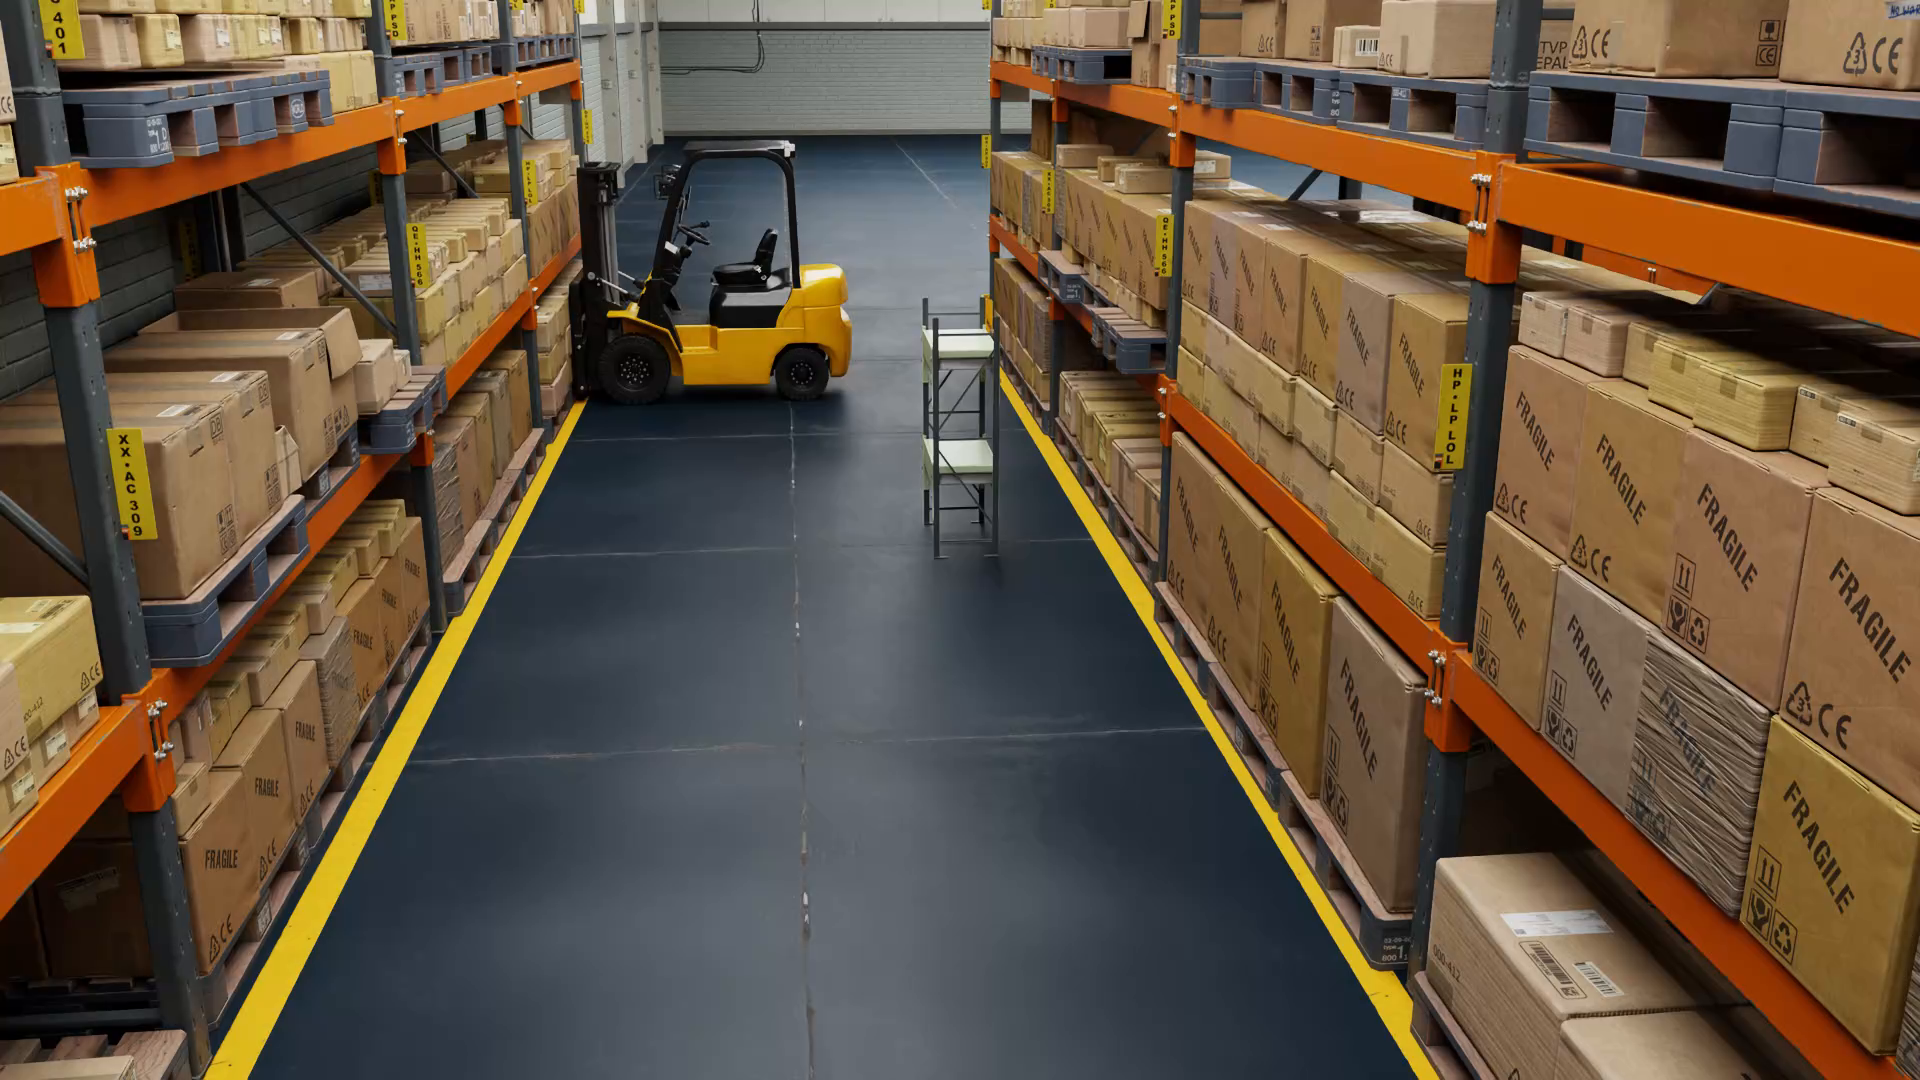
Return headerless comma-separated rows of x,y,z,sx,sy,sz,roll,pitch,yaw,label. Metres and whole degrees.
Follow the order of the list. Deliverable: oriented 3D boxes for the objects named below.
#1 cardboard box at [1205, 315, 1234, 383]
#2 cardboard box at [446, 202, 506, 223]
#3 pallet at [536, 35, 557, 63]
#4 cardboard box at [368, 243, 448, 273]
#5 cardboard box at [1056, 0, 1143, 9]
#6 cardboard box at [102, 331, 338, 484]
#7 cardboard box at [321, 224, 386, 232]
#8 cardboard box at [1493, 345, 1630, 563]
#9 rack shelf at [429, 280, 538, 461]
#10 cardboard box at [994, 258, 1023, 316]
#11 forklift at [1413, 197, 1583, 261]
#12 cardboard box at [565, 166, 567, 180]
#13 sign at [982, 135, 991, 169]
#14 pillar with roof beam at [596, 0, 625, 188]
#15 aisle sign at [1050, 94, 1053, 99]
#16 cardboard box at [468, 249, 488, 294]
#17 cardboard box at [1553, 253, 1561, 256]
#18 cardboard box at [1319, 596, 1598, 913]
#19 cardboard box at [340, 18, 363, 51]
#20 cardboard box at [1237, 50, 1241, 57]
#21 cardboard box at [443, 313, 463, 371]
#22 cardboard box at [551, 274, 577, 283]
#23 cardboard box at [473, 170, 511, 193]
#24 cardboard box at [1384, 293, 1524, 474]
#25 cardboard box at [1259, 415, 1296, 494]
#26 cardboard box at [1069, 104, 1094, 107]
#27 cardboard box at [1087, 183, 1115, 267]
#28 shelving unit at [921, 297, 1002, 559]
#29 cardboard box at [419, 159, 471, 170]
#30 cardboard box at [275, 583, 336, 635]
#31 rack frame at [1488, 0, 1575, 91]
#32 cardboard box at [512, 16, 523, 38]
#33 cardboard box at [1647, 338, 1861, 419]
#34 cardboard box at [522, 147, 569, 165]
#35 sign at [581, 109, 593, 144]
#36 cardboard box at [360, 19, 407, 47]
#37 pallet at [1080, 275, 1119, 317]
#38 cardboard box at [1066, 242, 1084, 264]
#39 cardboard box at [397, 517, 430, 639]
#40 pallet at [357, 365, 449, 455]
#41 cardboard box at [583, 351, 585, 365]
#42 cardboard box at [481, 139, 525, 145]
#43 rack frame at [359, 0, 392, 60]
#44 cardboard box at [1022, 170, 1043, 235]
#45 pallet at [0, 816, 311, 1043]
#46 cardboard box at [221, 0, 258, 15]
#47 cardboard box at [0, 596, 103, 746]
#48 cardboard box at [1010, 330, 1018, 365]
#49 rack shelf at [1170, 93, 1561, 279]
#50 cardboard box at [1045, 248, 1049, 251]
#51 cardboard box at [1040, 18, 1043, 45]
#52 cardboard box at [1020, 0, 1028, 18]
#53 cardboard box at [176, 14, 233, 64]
1.489,-0.926,8.033,0.500,0.250,0.500,-1,17,-4,cardboard box
-3.419,-2.295,11.728,0.380,0.149,0.250,-2,18,-6,cardboard box
-3.956,-4.113,13.912,1.003,0.211,1.213,-2,18,-6,pallet
-3.167,-1.611,9.550,0.380,0.149,0.250,-2,17,-5,cardboard box
0.940,-3.727,11.247,0.500,0.250,0.500,-2,18,-7,cardboard box
-2.856,-0.512,6.433,0.700,0.500,0.500,-2,18,-6,cardboard box
-3.786,-1.899,10.467,0.380,0.149,0.250,-2,18,-5,cardboard box
1.850,-0.255,4.645,0.500,0.500,0.500,-2,18,-5,cardboard box
-3.513,-1.170,10.595,1.077,0.370,4.000,-2,18,-6,rack shelf
0.616,-2.445,16.095,0.500,0.500,0.500,-2,18,-7,cardboard box
3.777,-1.706,11.219,3.031,2.935,1.130,-14,22,-38,forklift
-3.707,-3.256,14.791,0.380,0.149,0.250,-2,18,-7,cardboard box
0.265,-3.851,16.490,0.100,0.325,0.005,-2,18,-6,sign
-2.531,-11.423,32.039,9.100,9.000,0.400,-2,18,-6,pillar with roof beam
1.087,-4.723,16.372,0.394,0.787,0.004,-2,18,-6,aisle sign
-3.274,-1.681,10.438,0.500,0.250,0.500,-2,17,-5,cardboard box
5.946,-2.362,16.040,0.875,0.875,0.875,-2,18,-7,cardboard box
1.899,0.752,6.122,0.875,0.875,0.875,-1,17,-4,cardboard box
-3.031,-2.368,7.790,0.380,0.149,0.250,-1,17,-5,cardboard box
1.740,-2.613,9.210,0.396,0.266,0.258,-2,18,-6,cardboard box
-3.157,-1.135,9.535,0.500,0.250,0.500,-2,18,-7,cardboard box
-3.654,-2.236,15.013,0.500,0.250,0.500,-2,17,-5,cardboard box
-3.457,-2.712,12.561,0.380,0.149,0.250,-1,17,-5,cardboard box
1.746,-0.530,5.520,0.500,0.500,0.500,-1,17,-4,cardboard box
1.603,-0.390,7.163,0.500,0.250,0.500,-2,18,-6,cardboard box
1.274,-3.676,15.046,0.700,0.500,0.500,-2,18,-6,cardboard box
1.134,-2.055,10.850,0.500,0.500,0.500,-2,18,-8,cardboard box
-0.001,-0.718,10.459,0.431,1.500,0.755,-2,18,-6,shelving unit
-4.173,-2.998,13.474,0.380,0.149,0.250,-2,18,-7,cardboard box
-2.895,0.301,7.099,0.380,0.149,0.250,-3,18,-8,cardboard box
2.042,-2.742,4.387,1.000,3.000,0.127,-2,18,-6,rack frame
-3.464,-3.811,12.352,0.380,0.149,0.250,-1,17,-4,cardboard box
1.892,-0.385,3.977,0.380,0.149,0.250,-2,18,-6,cardboard box
-3.686,-3.399,14.749,0.380,0.149,0.250,-1,17,-4,cardboard box
-3.591,-3.978,16.013,0.100,0.325,0.005,-2,18,-6,sign
-3.041,-2.598,8.458,0.380,0.166,0.250,-2,18,-6,cardboard box
1.385,-1.568,10.985,1.003,0.211,1.213,-2,18,-6,pallet
0.977,-2.094,12.059,0.380,0.149,0.250,-1,17,-5,cardboard box
-3.050,0.195,8.521,0.500,0.500,0.500,-1,17,-4,cardboard box
-3.167,-0.626,7.982,1.213,0.211,1.003,-2,18,-6,pallet
-3.609,-1.607,14.677,0.500,0.250,0.500,-1,17,-4,cardboard box
-4.310,-3.693,15.685,0.380,0.149,0.250,-2,18,-7,cardboard box
-3.307,-3.779,7.691,1.000,3.000,0.127,-2,18,-6,rack frame
0.806,-2.885,14.195,0.500,0.500,0.500,-1,17,-4,cardboard box
-3.016,1.364,5.980,1.003,0.211,1.213,-2,18,-6,pallet
-2.690,-1.911,5.802,0.380,0.149,0.250,-2,18,-5,cardboard box
-2.599,0.349,4.312,0.500,0.250,0.500,-1,17,-4,cardboard box
0.727,-1.780,15.228,0.500,0.250,0.500,-1,17,-2,cardboard box
1.836,-1.563,6.842,1.077,0.370,4.000,-2,18,-6,rack shelf
0.881,-2.230,13.190,0.380,0.149,0.250,-2,18,-6,cardboard box
0.904,-3.888,12.800,0.500,0.250,0.500,-2,18,-6,cardboard box
0.712,-4.501,14.088,0.380,0.149,0.250,-2,17,-5,cardboard box
-2.587,-1.614,5.355,0.380,0.149,0.250,-2,17,-5,cardboard box
